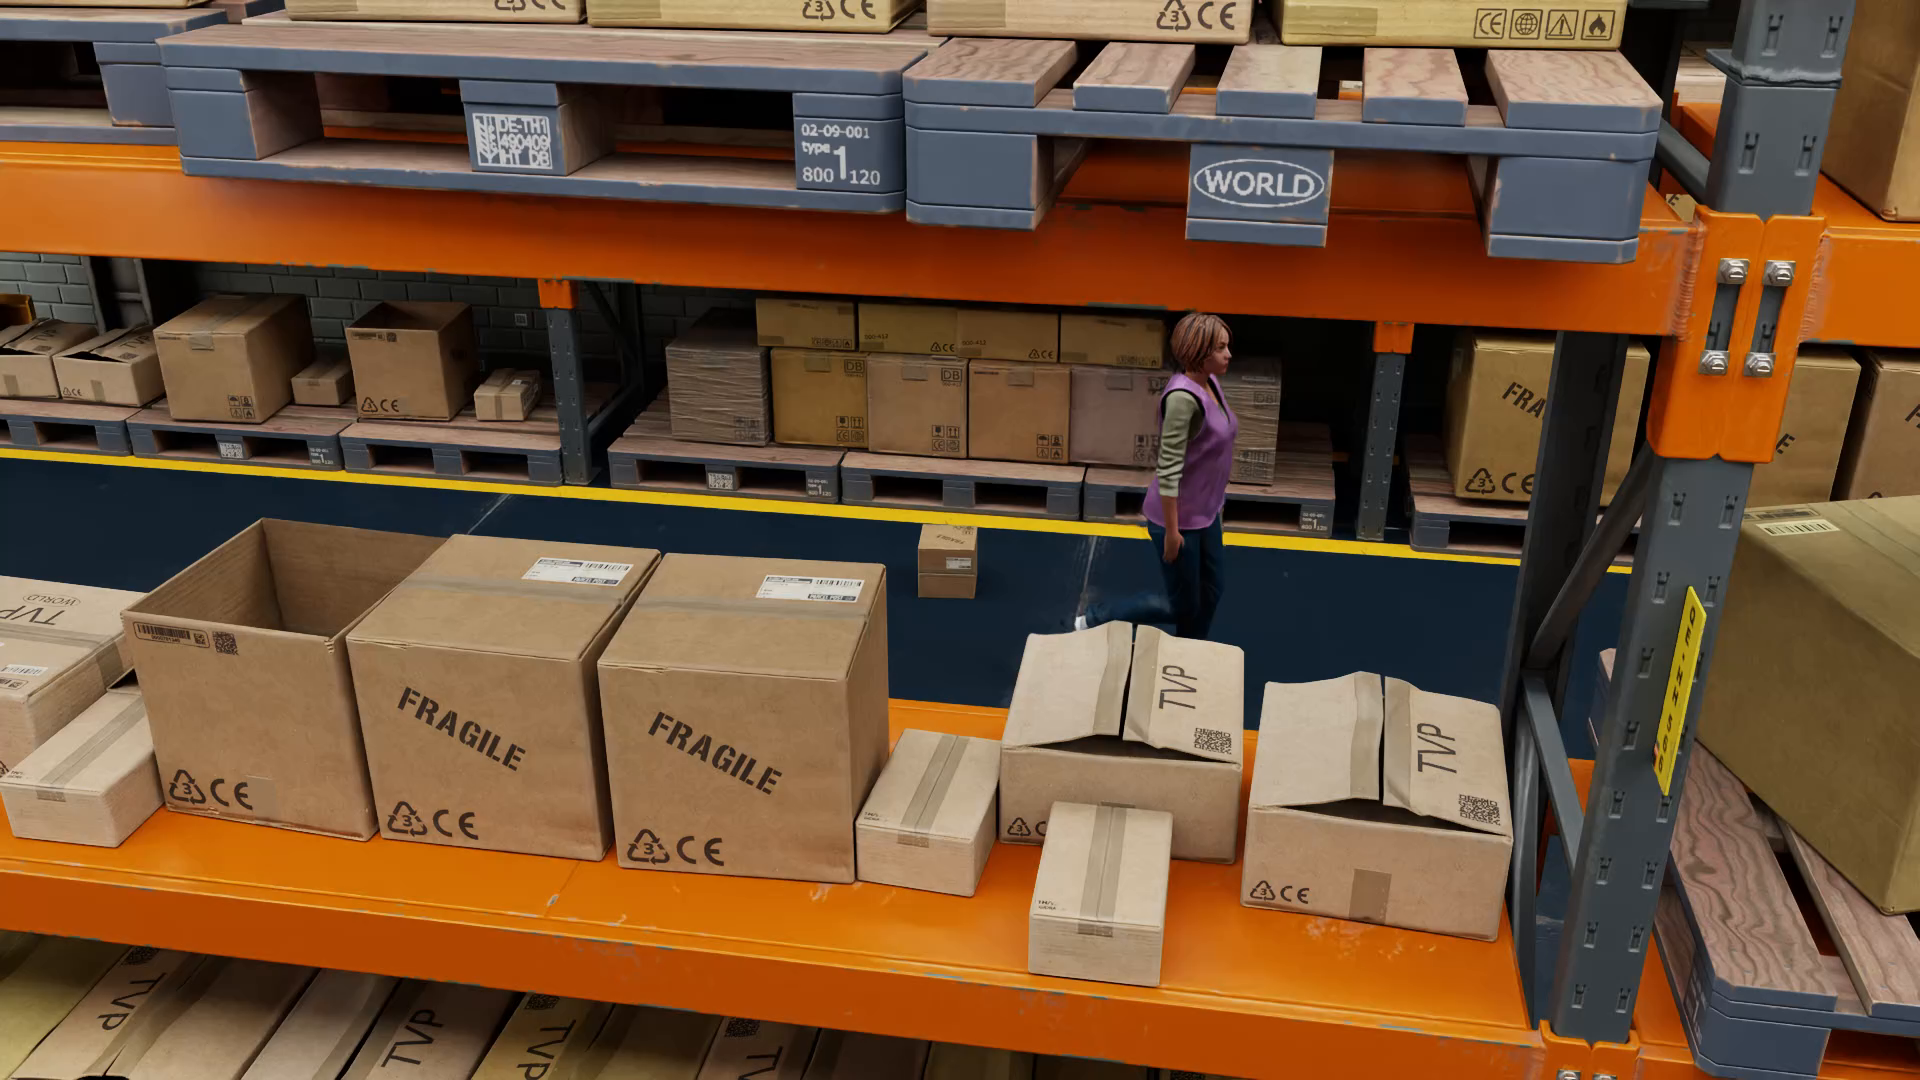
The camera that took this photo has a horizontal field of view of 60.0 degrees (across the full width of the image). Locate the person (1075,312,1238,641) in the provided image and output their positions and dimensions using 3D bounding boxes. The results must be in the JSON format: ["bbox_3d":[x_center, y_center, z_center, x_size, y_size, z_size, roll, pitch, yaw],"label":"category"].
[{"bbox_3d":[0.783,-0.106,6.304,0.660,1.578,0.424,11,27,22],"label":"person"}]
